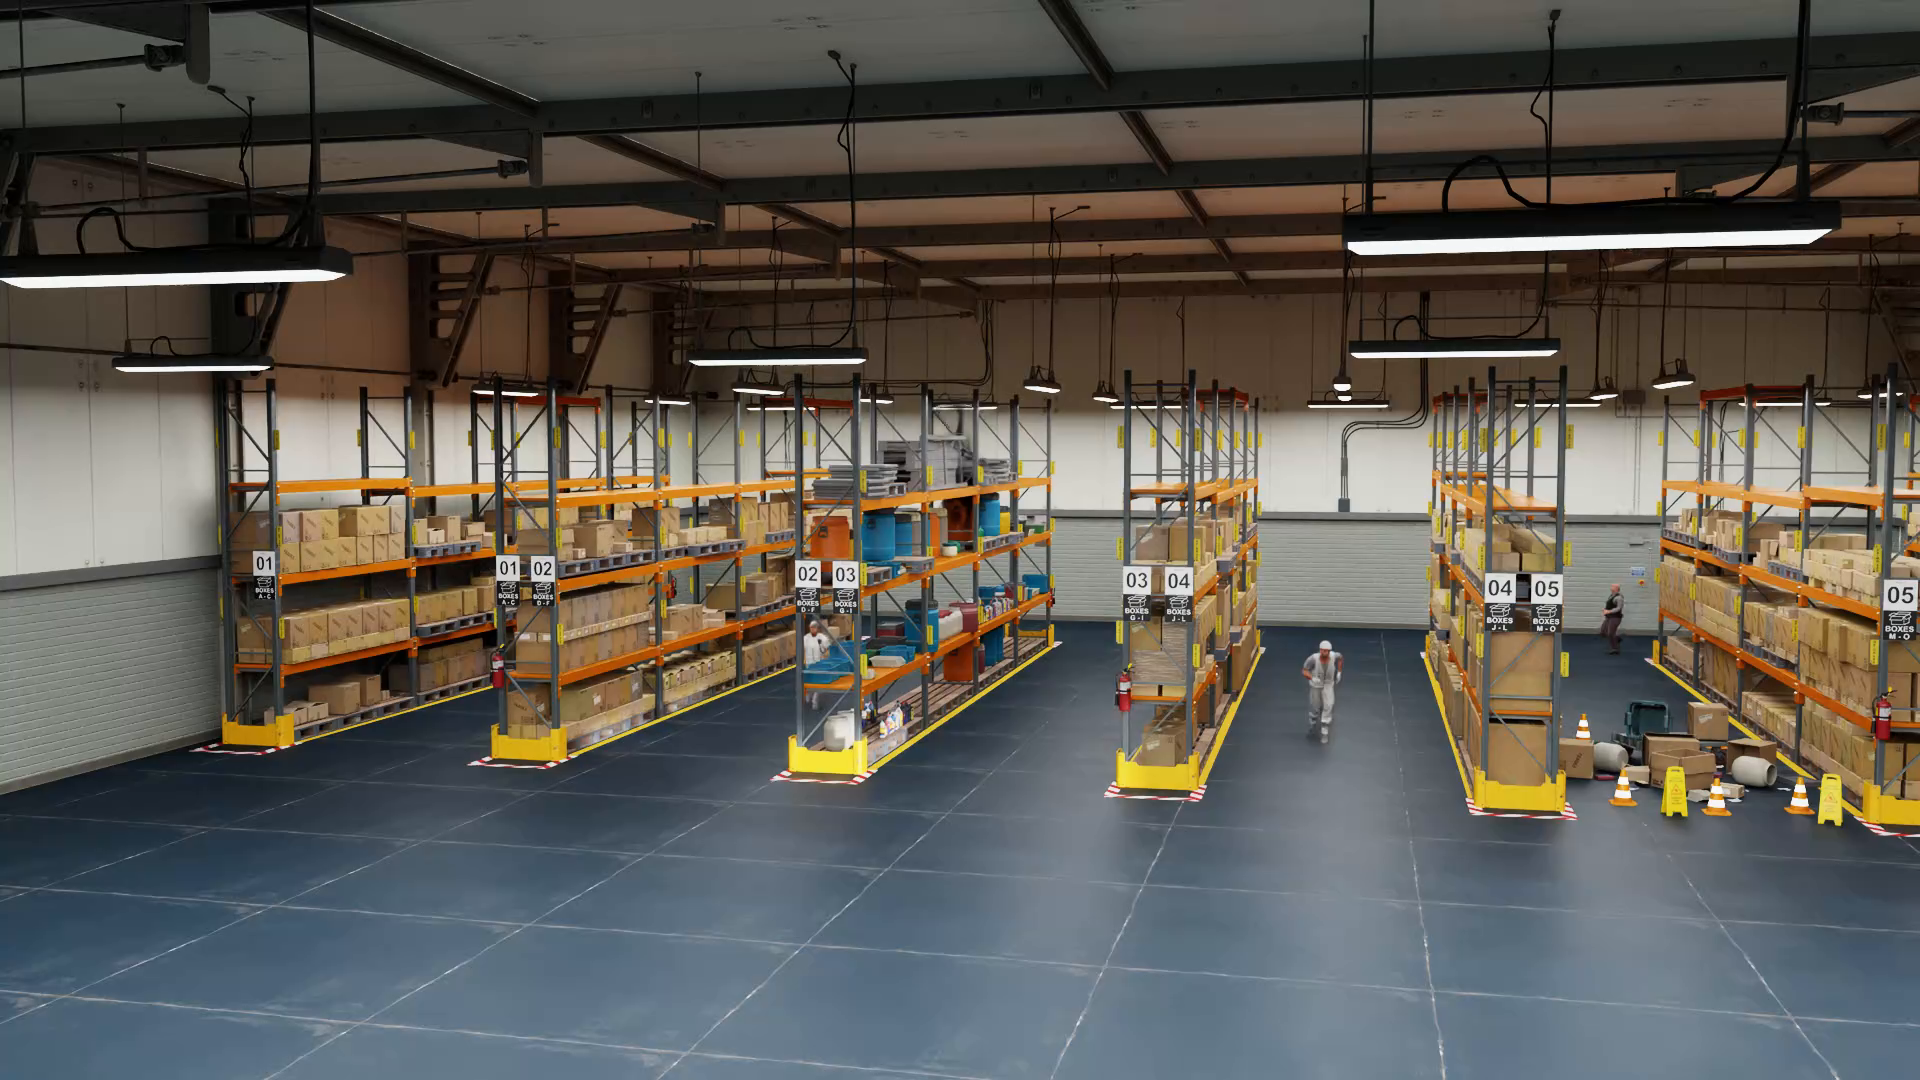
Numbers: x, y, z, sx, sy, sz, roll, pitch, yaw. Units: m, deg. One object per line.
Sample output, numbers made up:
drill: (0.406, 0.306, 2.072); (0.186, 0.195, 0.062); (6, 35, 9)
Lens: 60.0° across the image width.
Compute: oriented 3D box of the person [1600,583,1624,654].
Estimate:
person: (15.243, 1.835, 38.855); (0.575, 1.677, 0.653); (0, 3, -1)

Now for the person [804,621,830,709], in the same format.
person: (-2.702, 2.331, 31.087); (0.596, 1.638, 0.578); (0, 3, 3)

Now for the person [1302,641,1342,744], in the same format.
person: (6.039, 2.505, 27.838); (0.703, 1.734, 1.053); (0, 3, -2)
